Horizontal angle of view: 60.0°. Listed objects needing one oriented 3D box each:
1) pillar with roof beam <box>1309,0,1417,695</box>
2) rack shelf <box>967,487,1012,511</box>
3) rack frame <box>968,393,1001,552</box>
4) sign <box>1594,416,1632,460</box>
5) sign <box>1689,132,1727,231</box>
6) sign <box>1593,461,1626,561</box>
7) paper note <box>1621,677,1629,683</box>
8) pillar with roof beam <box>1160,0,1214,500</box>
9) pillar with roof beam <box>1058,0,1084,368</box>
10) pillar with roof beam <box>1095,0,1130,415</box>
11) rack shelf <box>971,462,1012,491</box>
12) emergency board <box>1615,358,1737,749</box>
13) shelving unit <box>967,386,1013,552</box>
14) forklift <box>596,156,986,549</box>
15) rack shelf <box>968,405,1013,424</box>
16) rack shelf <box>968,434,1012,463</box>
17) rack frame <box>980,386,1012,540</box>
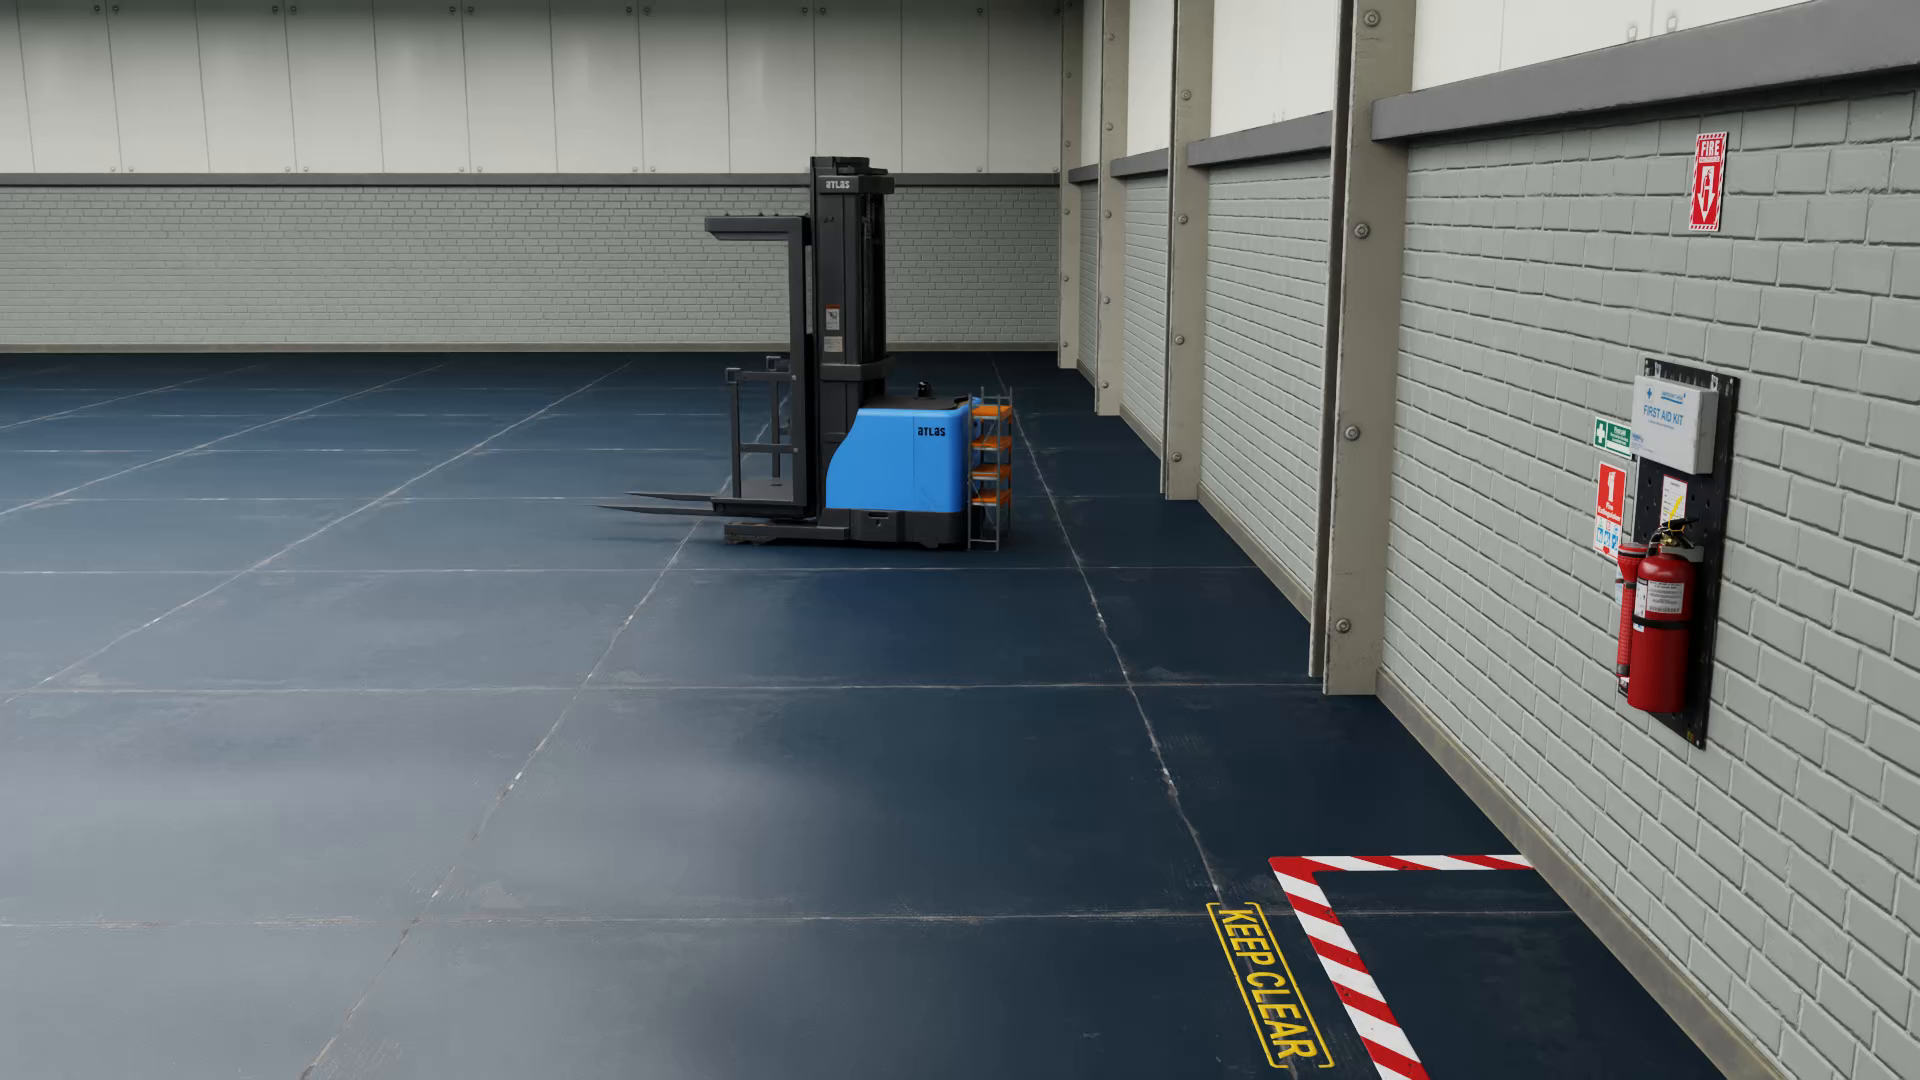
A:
[{"bbox_3d":[-2.188,-3.600,8.169,9.100,9.000,0.400,0,11,-1],"label":"pillar with roof beam"},{"bbox_3d":[0.230,-0.289,12.796,0.258,0.148,0.480,3,12,11],"label":"rack shelf"},{"bbox_3d":[0.183,-0.501,12.509,0.240,1.200,0.015,3,12,11],"label":"rack frame"},{"bbox_3d":[2.310,-0.363,5.879,0.001,0.109,0.331,0,11,-1],"label":"sign"},{"bbox_3d":[2.326,-1.114,5.176,0.001,0.298,0.199,0,11,-1],"label":"sign"},{"bbox_3d":[2.318,-0.104,5.937,0.001,0.329,0.234,0,11,-1],"label":"sign"},{"bbox_3d":[2.292,0.420,5.659,0.016,0.148,0.142,0,11,-1],"label":"paper note"},{"bbox_3d":[-2.312,-4.792,14.048,9.100,9.000,0.400,0,11,-1],"label":"pillar with roof beam"},{"bbox_3d":[-2.560,-7.178,25.806,9.100,9.000,0.400,0,11,-1],"label":"pillar with roof beam"},{"bbox_3d":[-2.436,-5.985,19.927,9.100,9.000,0.400,0,11,-1],"label":"pillar with roof beam"},{"bbox_3d":[0.231,-0.483,12.756,0.258,0.148,0.480,3,12,11],"label":"rack shelf"},{"bbox_3d":[2.227,0.024,5.396,0.194,1.169,0.643,0,11,-1],"label":"emergency board"},{"bbox_3d":[0.232,-0.549,12.743,0.258,1.200,0.503,3,12,11],"label":"shelving unit"},{"bbox_3d":[-1.364,-1.496,13.064,3.031,2.935,1.130,2,12,11],"label":"forklift"},{"bbox_3d":[0.234,-0.934,12.664,0.258,0.148,0.480,3,12,11],"label":"rack shelf"},{"bbox_3d":[0.233,-0.702,12.712,0.258,0.148,0.480,3,12,11],"label":"rack shelf"},{"bbox_3d":[0.281,-0.597,12.977,0.240,1.200,0.015,3,12,11],"label":"rack frame"}]
